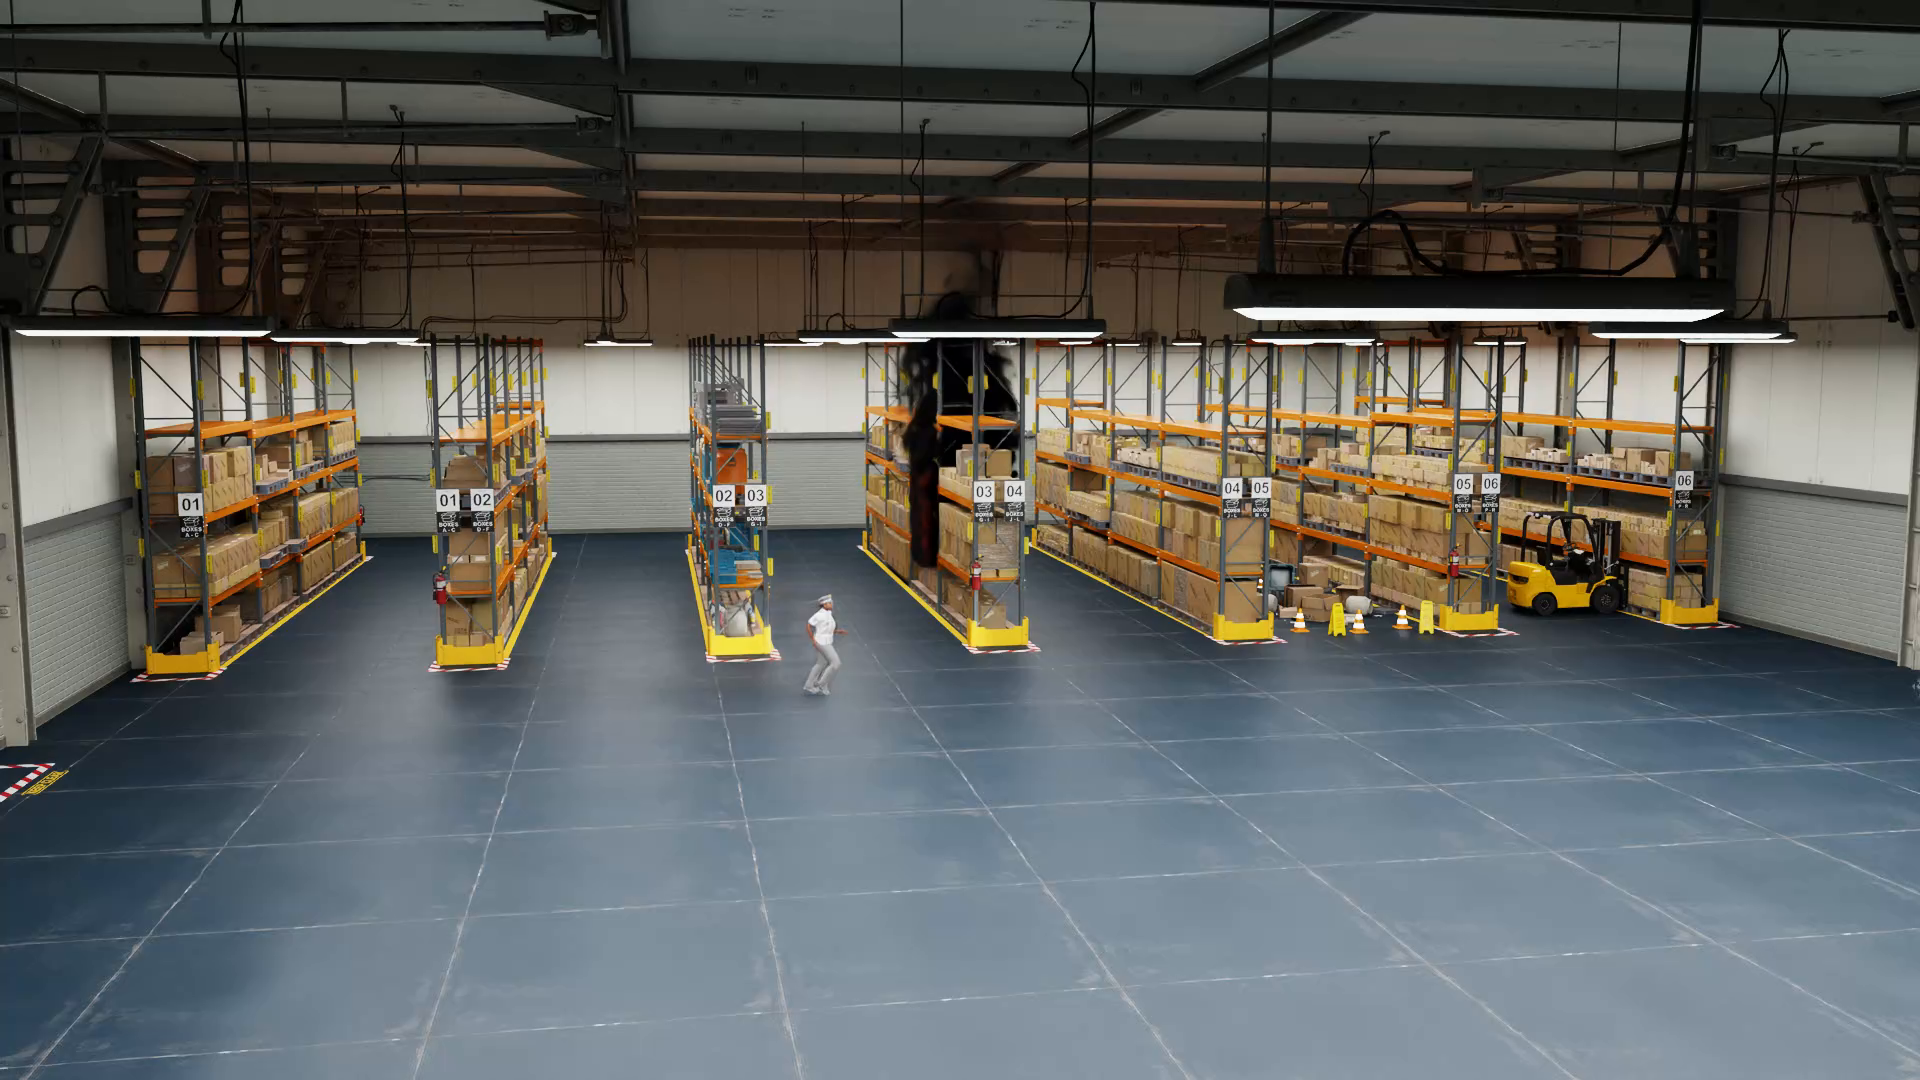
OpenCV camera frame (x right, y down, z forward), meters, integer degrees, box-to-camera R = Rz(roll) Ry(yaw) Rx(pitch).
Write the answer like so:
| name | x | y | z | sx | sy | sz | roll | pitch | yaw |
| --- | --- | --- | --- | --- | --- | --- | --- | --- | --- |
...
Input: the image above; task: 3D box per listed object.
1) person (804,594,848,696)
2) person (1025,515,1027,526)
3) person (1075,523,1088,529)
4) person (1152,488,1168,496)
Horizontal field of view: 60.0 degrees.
| name | x | y | z | sx | sy | sz | roll | pitch | yaw |
| --- | --- | --- | --- | --- | --- | --- | --- | --- | --- |
| person | -2.225 | 1.741 | 27.550 | 0.761 | 1.697 | 0.538 | 1 | 7 | 8 |
| person | 1.559 | -0.246 | 45.484 | 0.537 | 1.586 | 0.932 | -1 | 7 | -13 |
| person | 3.568 | -0.814 | 49.544 | 0.731 | 1.775 | 0.893 | -6 | 9 | -43 |
| person | 6.012 | -0.966 | 50.711 | 0.957 | 1.791 | 0.693 | -1 | 7 | -9 |
